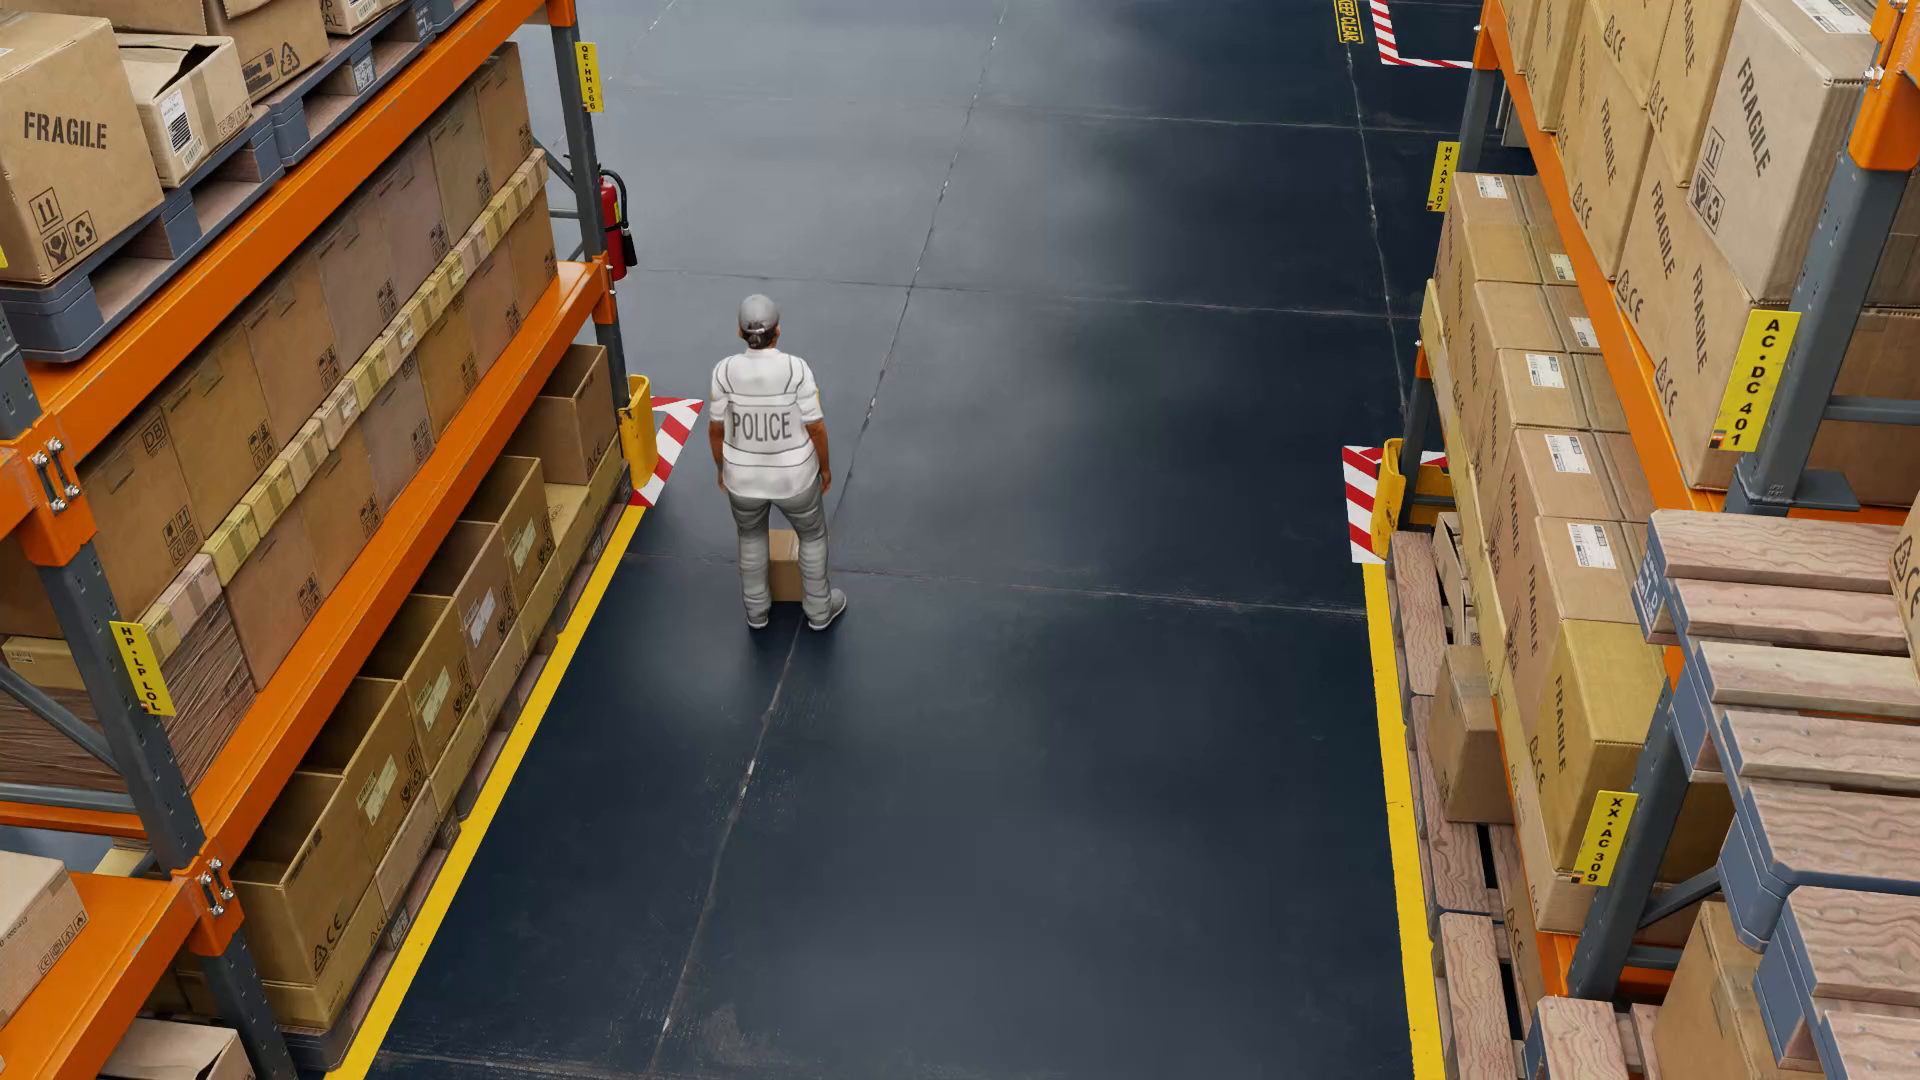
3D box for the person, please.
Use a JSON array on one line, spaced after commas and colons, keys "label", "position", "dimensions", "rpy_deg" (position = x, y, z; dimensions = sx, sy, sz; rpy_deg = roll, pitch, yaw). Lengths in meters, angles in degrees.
[{"label": "person", "position": [-0.826, -0.316, 7.464], "dimensions": [0.549, 1.664, 0.470], "rpy_deg": [2, 36, 3]}]
